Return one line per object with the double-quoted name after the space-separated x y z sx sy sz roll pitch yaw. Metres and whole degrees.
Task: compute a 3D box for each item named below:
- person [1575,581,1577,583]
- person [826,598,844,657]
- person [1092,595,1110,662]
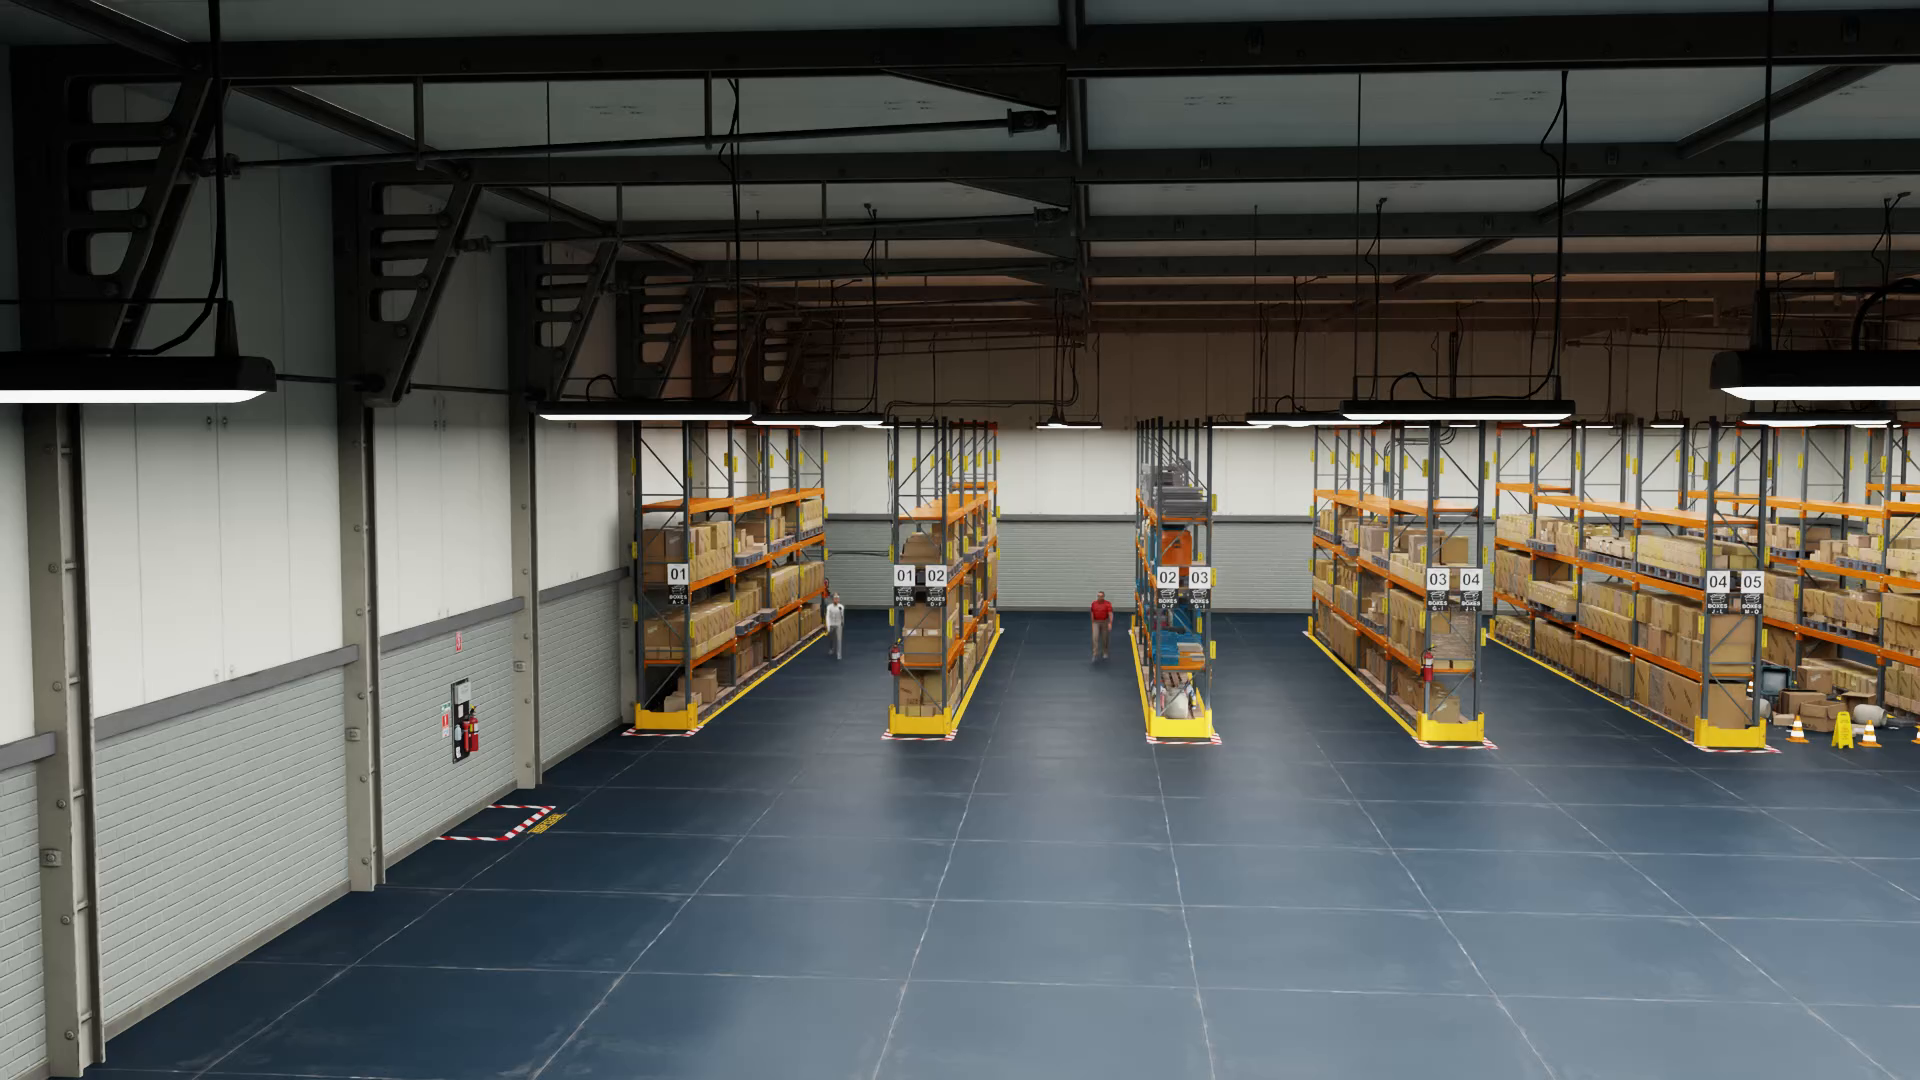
17.488 1.850 47.436 1.096 1.541 0.589 0 4 -2 "person"
-3.143 2.139 41.891 0.465 1.544 0.804 0 4 -5 "person"
3.527 2.192 41.651 0.416 1.649 0.689 1 4 17 "person"
